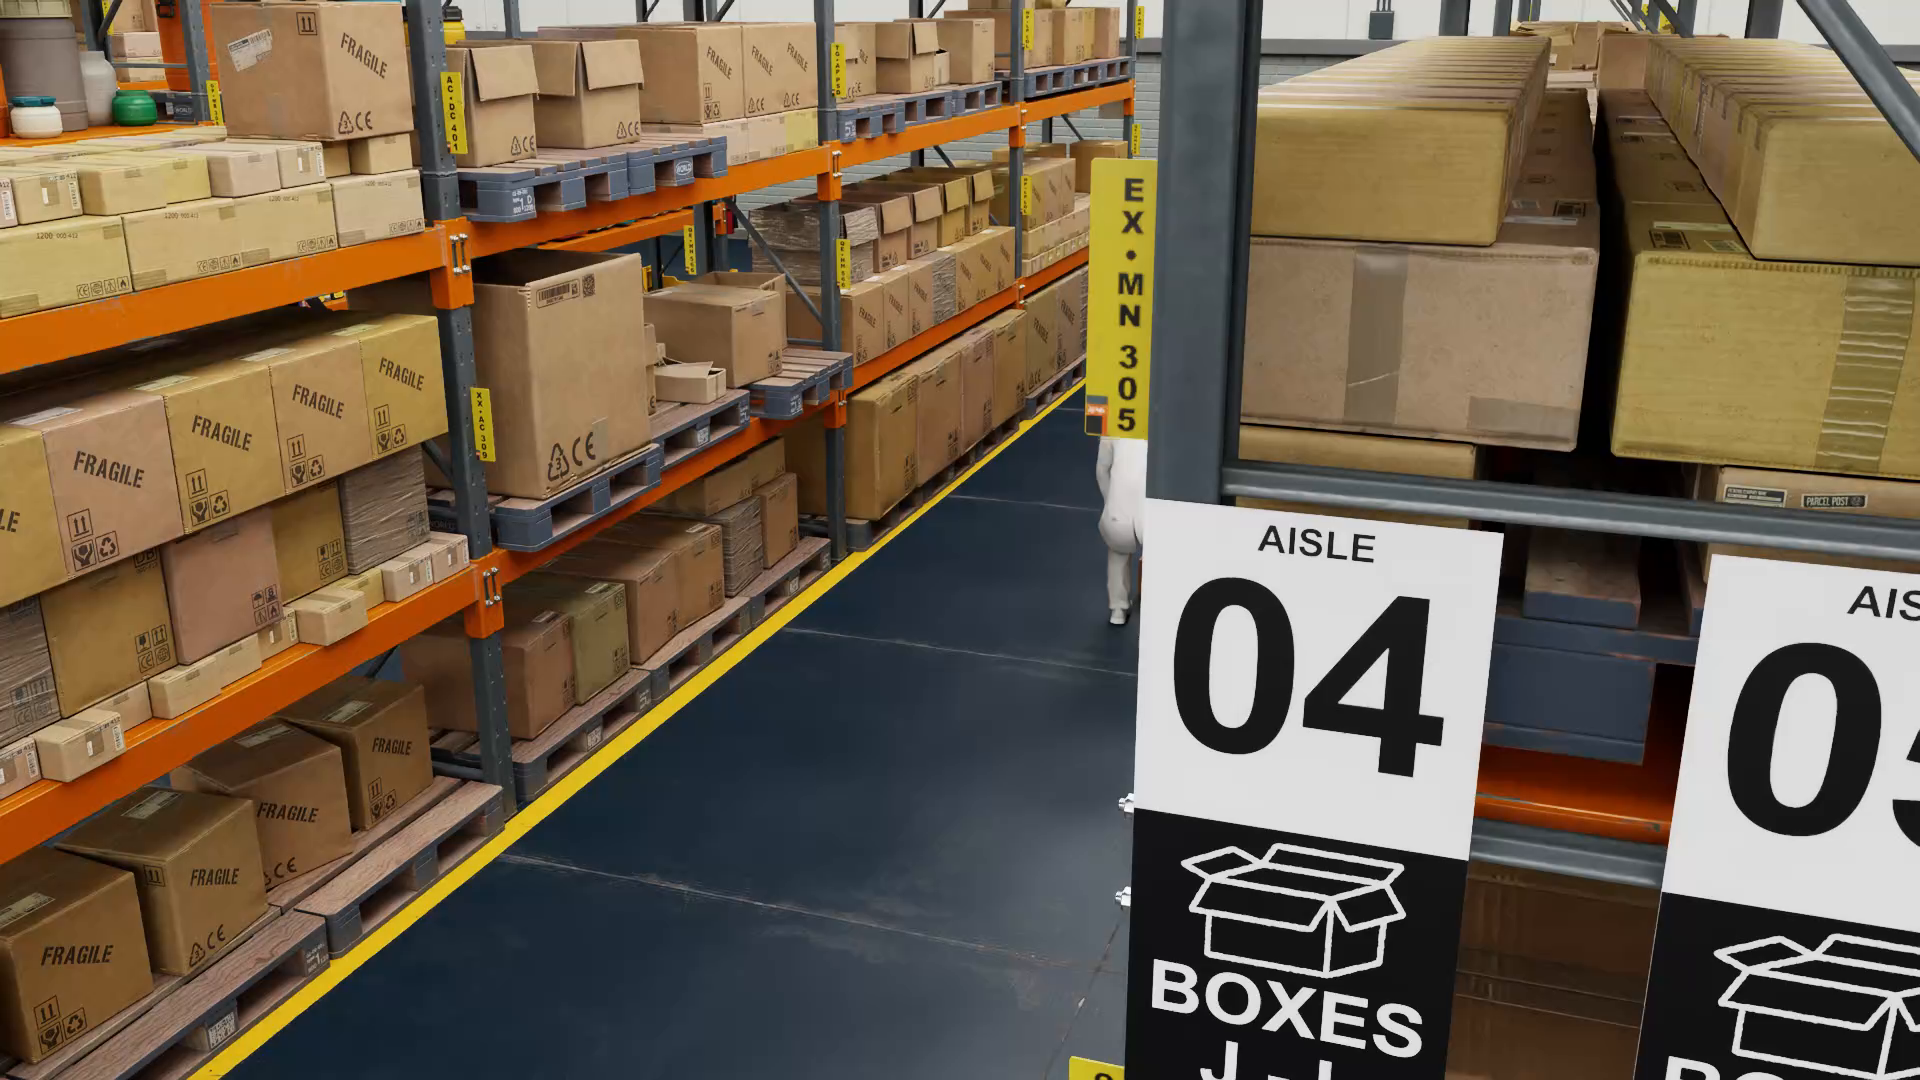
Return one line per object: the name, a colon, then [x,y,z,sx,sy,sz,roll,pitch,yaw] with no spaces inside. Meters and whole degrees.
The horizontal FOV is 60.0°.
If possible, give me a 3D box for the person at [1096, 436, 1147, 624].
person: [1.115,-0.183,10.251,0.630,1.393,0.737,6,19,18]
